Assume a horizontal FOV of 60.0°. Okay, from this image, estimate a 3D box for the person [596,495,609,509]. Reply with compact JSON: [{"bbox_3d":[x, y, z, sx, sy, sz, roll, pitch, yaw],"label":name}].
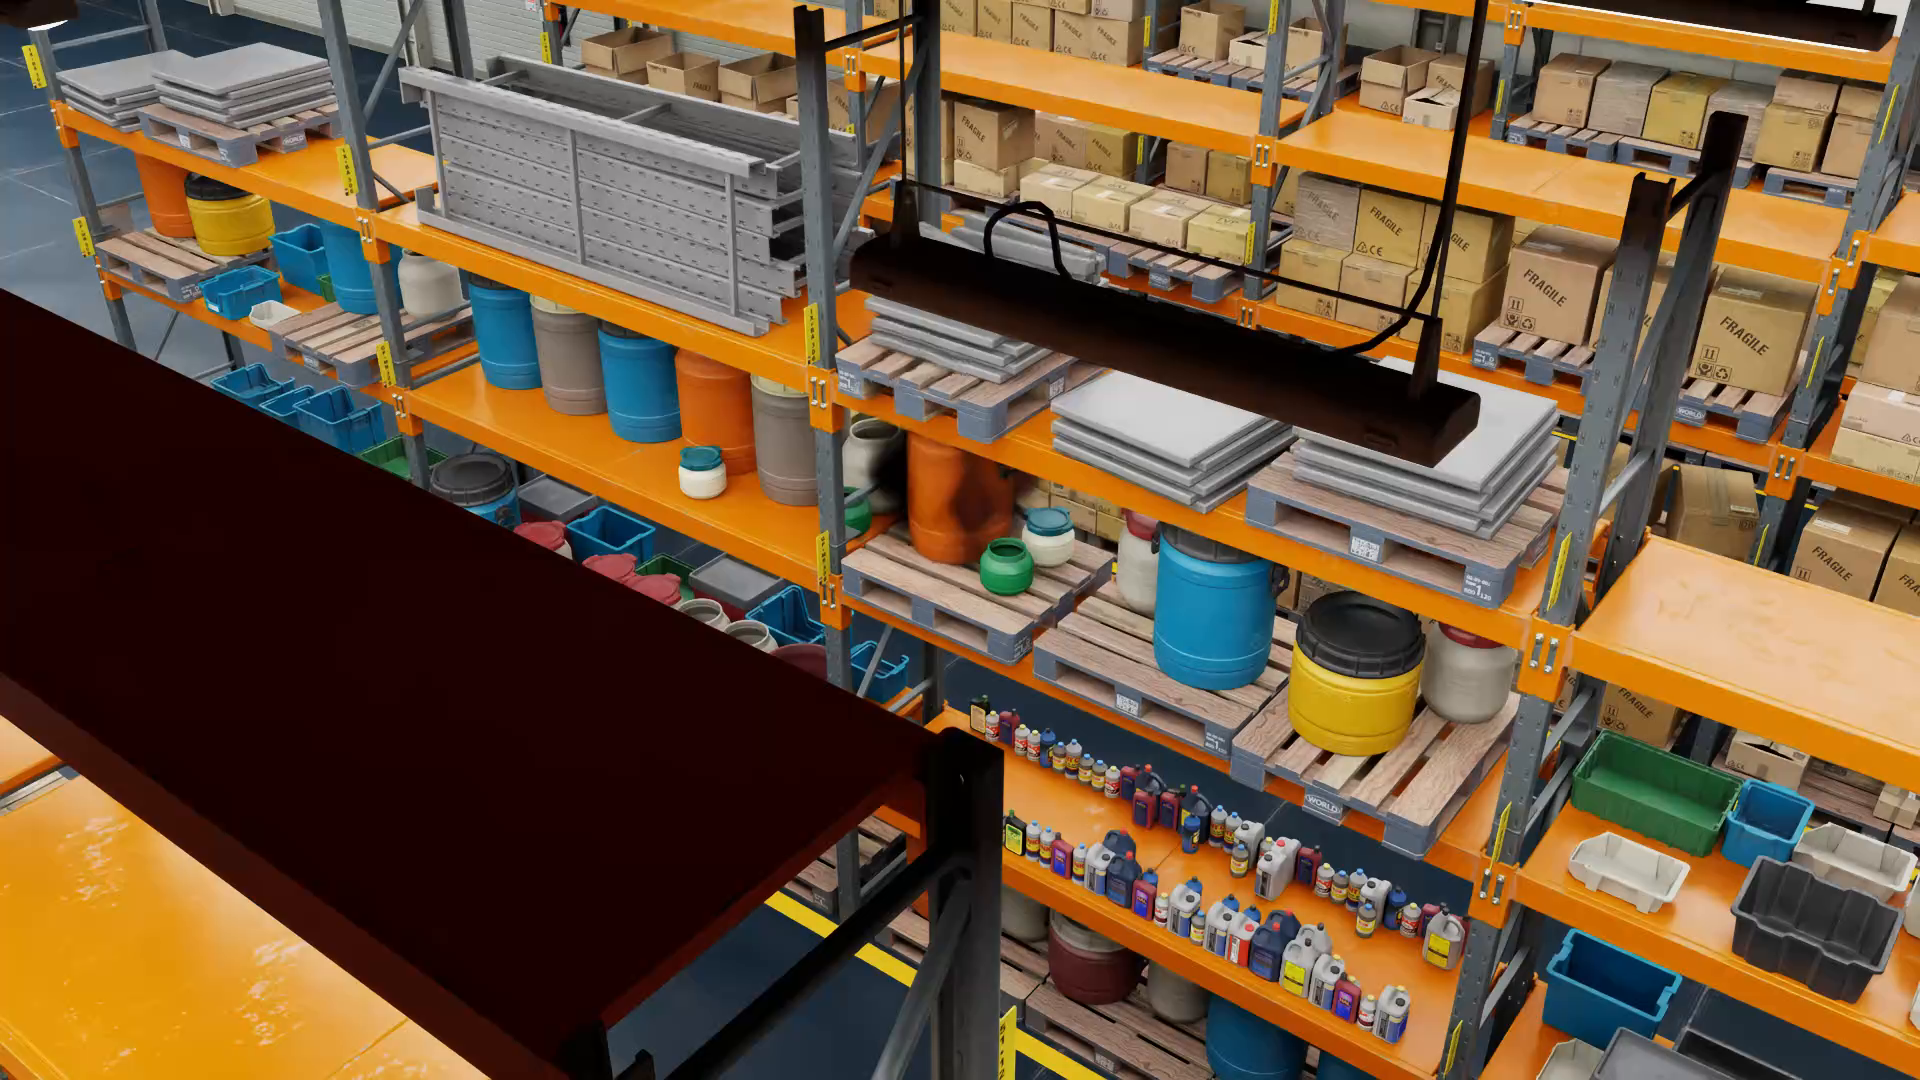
[{"bbox_3d":[-3.292,-0.631,14.604,0.591,1.775,0.430,25,39,34],"label":"person"}]
